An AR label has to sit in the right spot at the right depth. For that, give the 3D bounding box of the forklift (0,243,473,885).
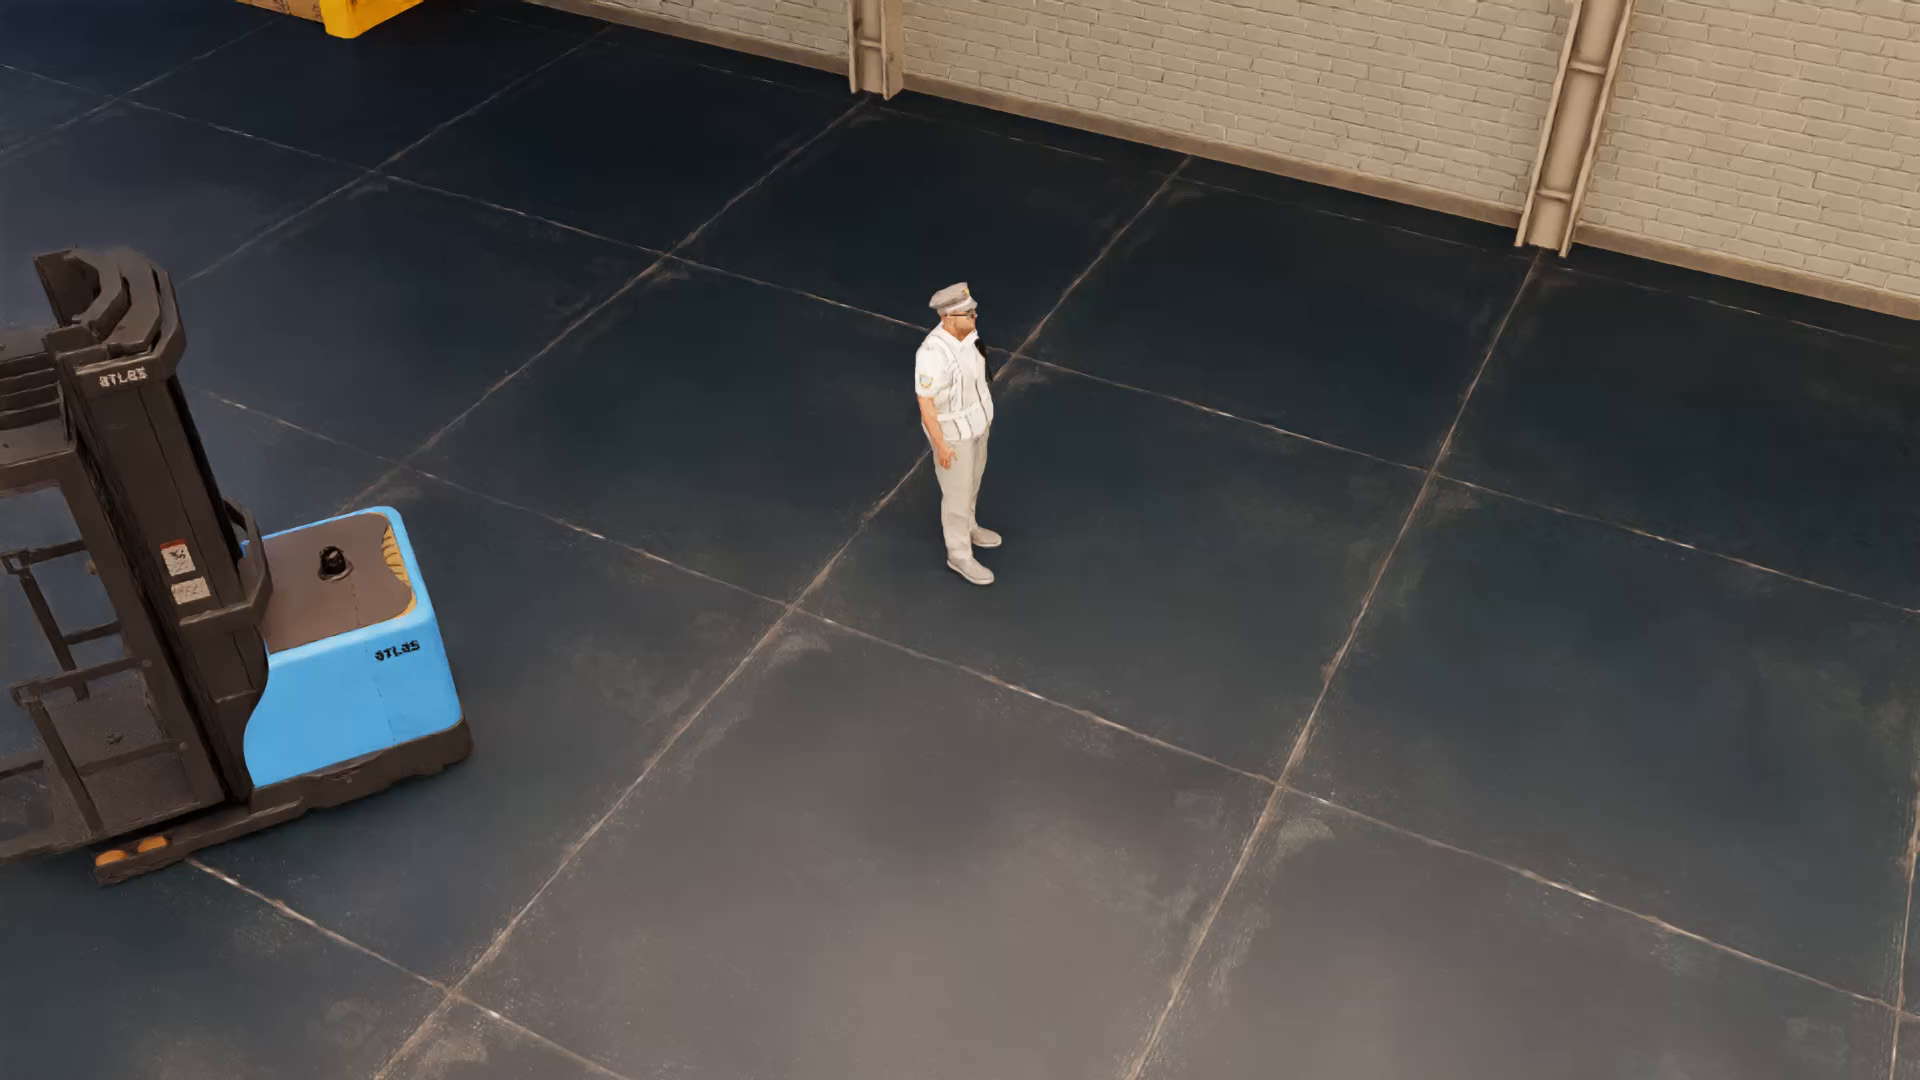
[{"bbox_3d":[-4.149,0.187,7.765,3.031,2.935,1.130,-17,43,-19],"label":"forklift"}]

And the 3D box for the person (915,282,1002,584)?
[{"bbox_3d":[0.064,-0.658,9.647,0.574,1.781,0.640,18,43,21],"label":"person"}]
